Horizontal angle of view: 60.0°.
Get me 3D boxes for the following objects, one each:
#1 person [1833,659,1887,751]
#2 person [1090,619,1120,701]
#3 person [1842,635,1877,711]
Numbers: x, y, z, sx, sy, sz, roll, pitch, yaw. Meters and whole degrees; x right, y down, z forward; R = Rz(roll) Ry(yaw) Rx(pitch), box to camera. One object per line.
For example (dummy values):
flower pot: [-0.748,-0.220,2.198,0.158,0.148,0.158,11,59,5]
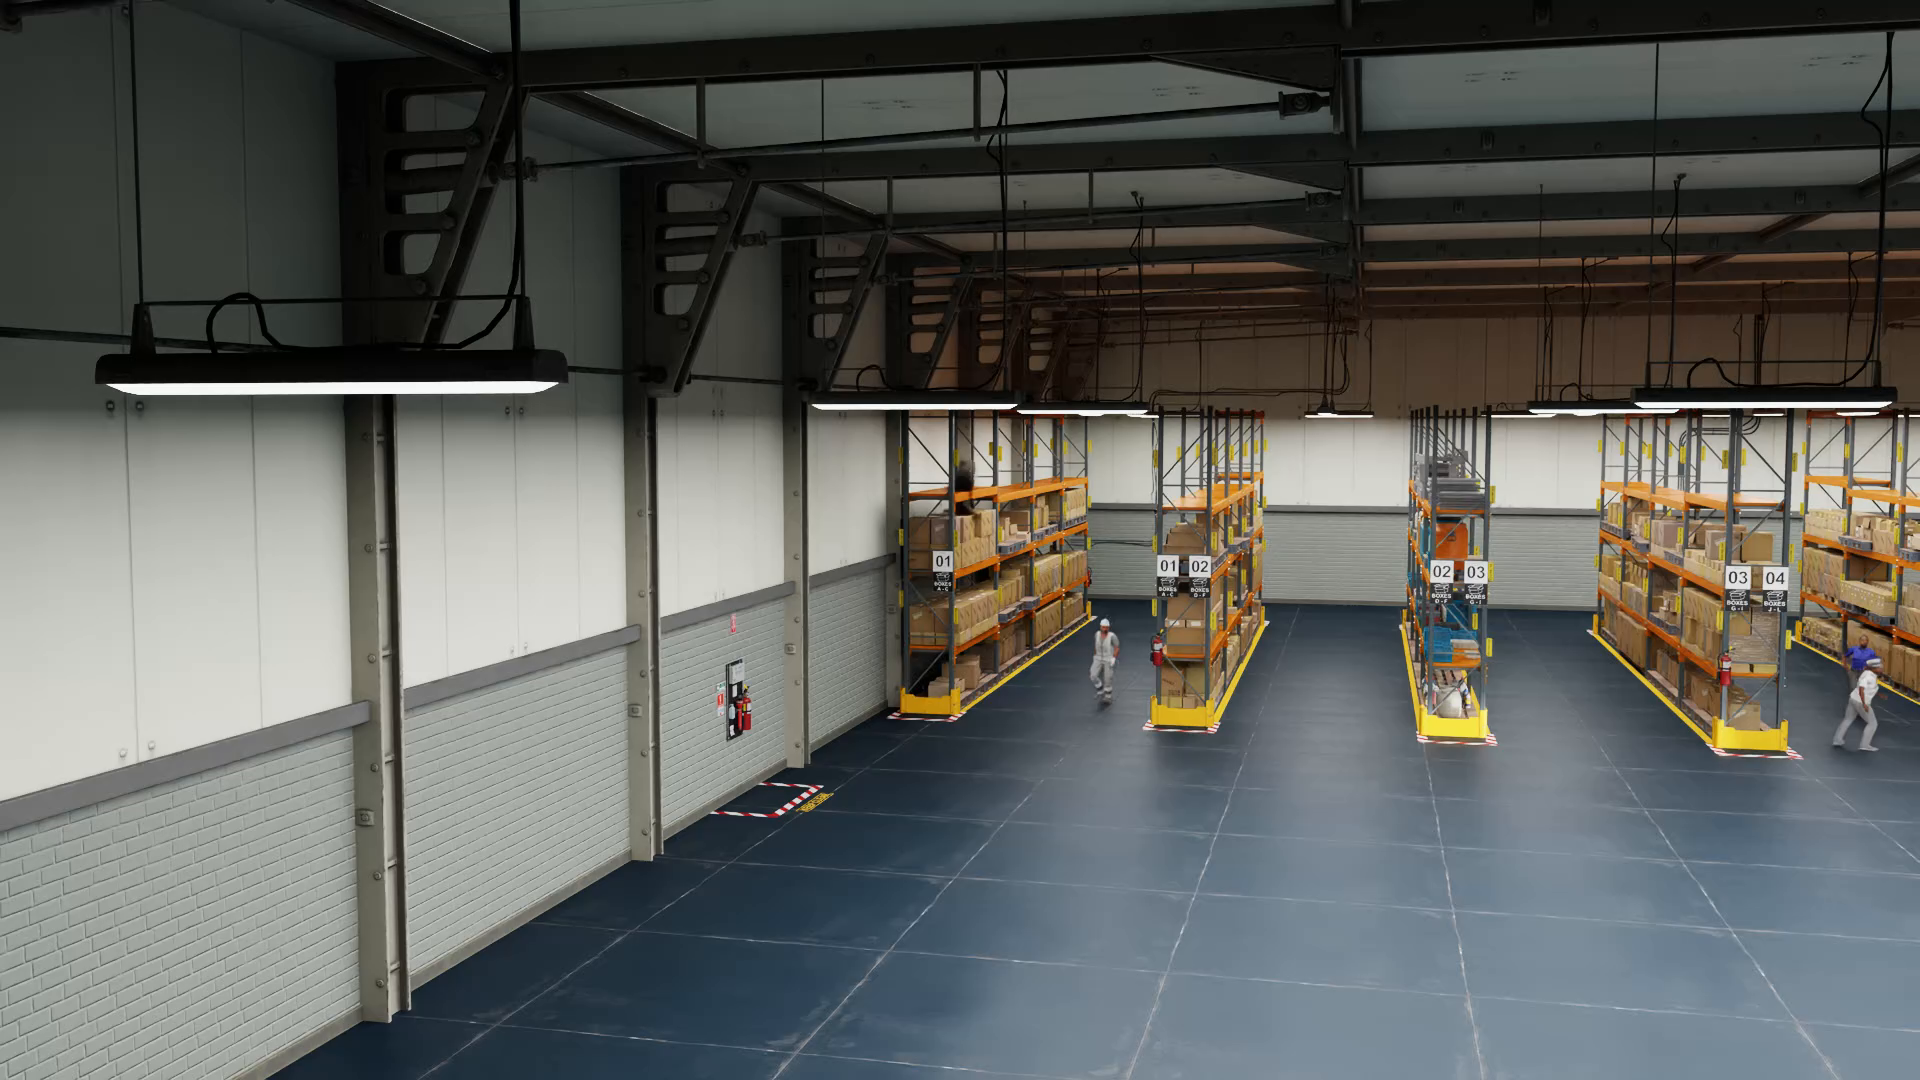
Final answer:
person: [15.732,2.851,28.983,0.820,1.611,0.659,1,4,11]
person: [2.923,2.435,33.603,0.678,1.725,0.699,2,5,26]
person: [17.341,2.638,32.062,0.615,1.637,0.757,2,4,21]
